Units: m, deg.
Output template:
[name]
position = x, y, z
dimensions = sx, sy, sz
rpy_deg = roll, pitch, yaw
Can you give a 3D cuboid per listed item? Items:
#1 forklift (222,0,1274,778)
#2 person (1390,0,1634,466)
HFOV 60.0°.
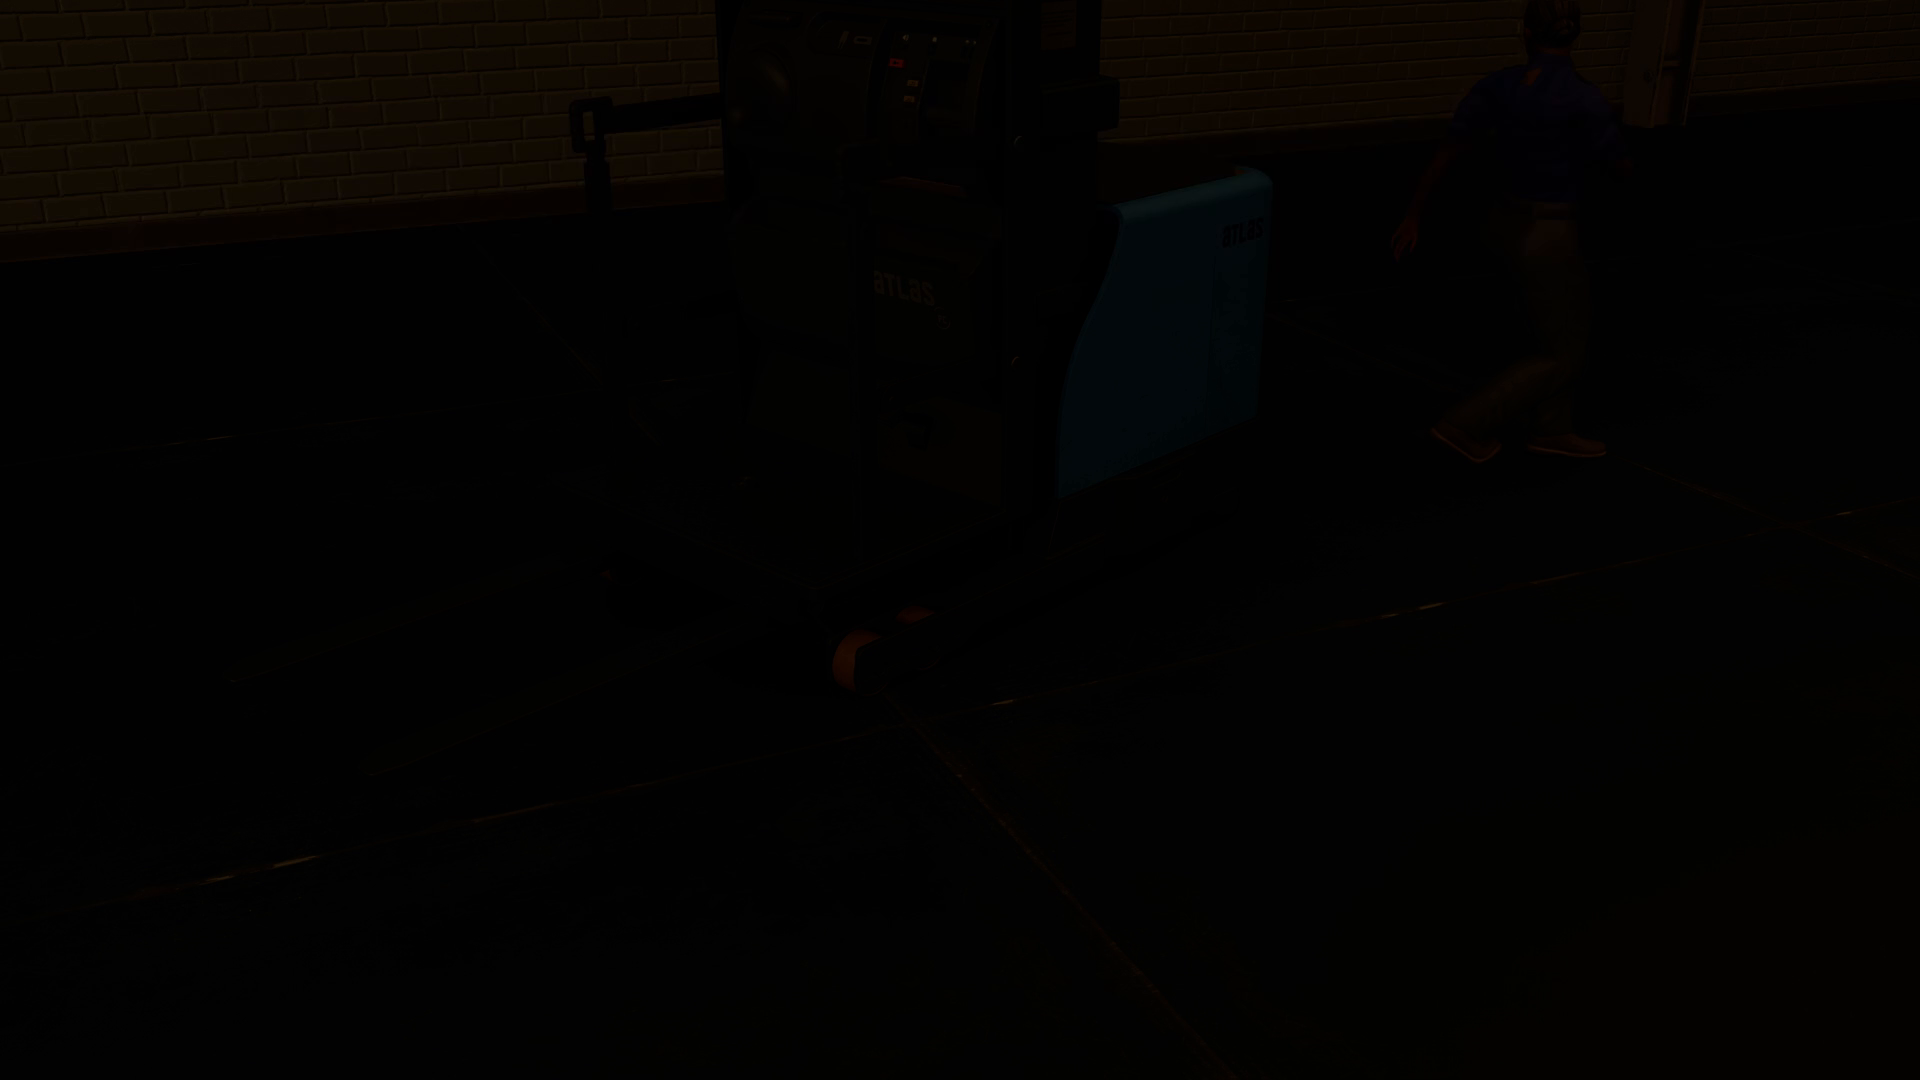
[forklift]
position = -0.413, -1.182, 4.131
dimensions = 1.130, 2.935, 3.031
rpy_deg = 19, 29, 39
[person]
position = 1.881, -1.005, 5.501
dimensions = 0.783, 1.577, 0.503
rpy_deg = -6, 23, -14
